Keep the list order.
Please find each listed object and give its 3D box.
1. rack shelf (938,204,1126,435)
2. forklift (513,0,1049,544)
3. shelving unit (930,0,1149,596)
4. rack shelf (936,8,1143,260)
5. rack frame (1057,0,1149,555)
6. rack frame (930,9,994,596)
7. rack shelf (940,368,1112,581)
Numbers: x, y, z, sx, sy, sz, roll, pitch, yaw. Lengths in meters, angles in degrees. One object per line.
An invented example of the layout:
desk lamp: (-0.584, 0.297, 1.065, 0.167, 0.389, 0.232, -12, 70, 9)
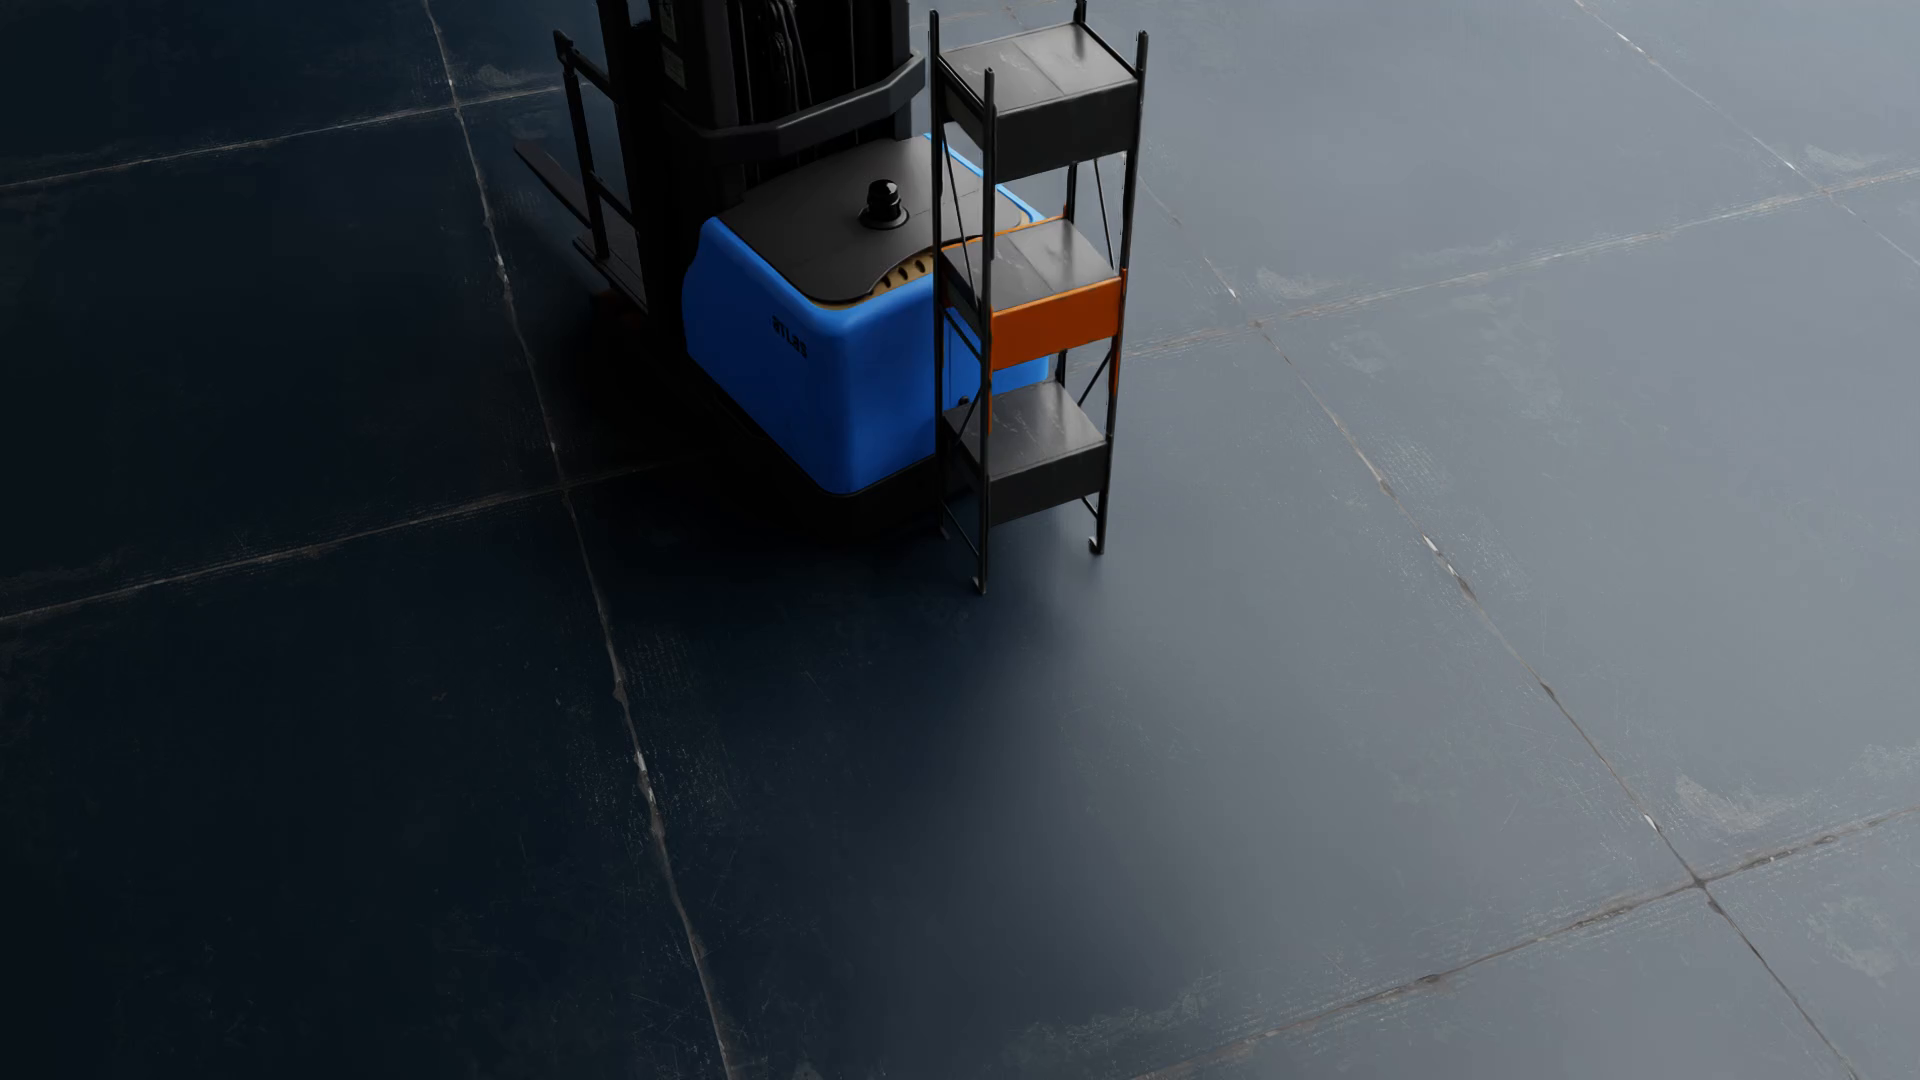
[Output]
rack shelf: (0.224, -0.733, 5.518, 0.480, 0.518, 0.431, -18, 48, -18)
forklift: (-0.929, -2.020, 6.194, 1.130, 2.935, 3.031, -28, 51, -25)
shelving unit: (0.224, -0.743, 5.508, 0.503, 2.100, 0.431, -18, 48, -18)
rack shelf: (0.224, -1.228, 5.022, 0.480, 0.518, 0.431, -18, 48, -18)
rack frame: (0.445, -0.817, 5.582, 0.015, 2.100, 0.400, -18, 48, -18)
rack frame: (0.003, -0.669, 5.435, 0.015, 2.100, 0.400, -18, 48, -18)
rack shelf: (0.224, -0.239, 6.014, 0.480, 0.518, 0.431, -18, 48, -18)
